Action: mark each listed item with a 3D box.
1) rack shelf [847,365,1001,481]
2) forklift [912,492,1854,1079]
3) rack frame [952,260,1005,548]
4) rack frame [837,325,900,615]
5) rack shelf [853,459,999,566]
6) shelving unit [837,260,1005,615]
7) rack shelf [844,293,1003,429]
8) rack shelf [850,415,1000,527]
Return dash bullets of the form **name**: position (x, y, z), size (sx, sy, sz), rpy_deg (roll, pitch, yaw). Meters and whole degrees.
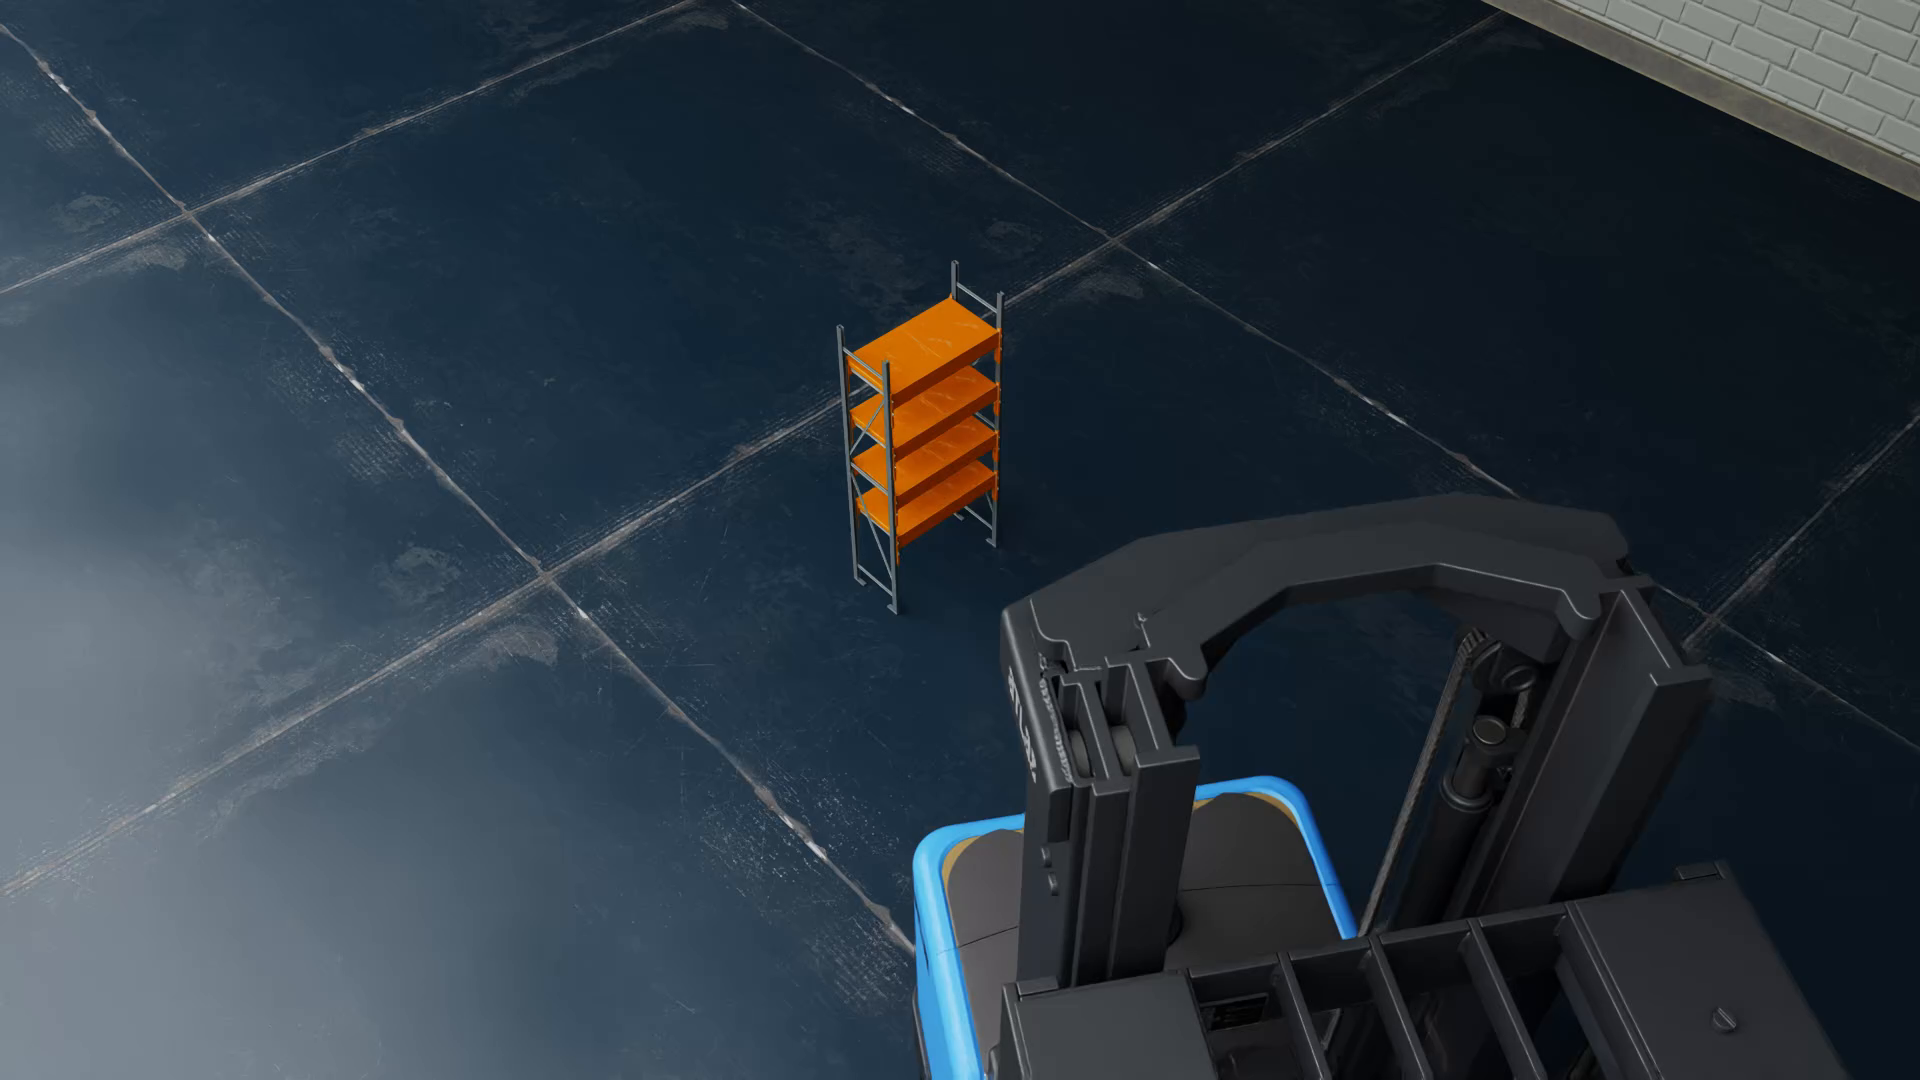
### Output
- **rack shelf**: position (-0.122, -0.431, 5.619), size (0.480, 0.148, 0.258), rpy_deg (-34, 56, -27)
- **forklift**: position (0.646, 1.457, 2.911), size (1.130, 2.935, 3.031), rpy_deg (-8, 48, -7)
- **rack frame**: position (0.058, -0.446, 5.845), size (0.015, 1.200, 0.240), rpy_deg (-34, 56, -27)
- **rack frame**: position (-0.303, -0.204, 5.622), size (0.015, 1.200, 0.240), rpy_deg (-34, 56, -27)
- **rack shelf**: position (-0.122, -0.145, 5.929), size (0.480, 0.148, 0.258), rpy_deg (-34, 56, -27)
- **shelving unit**: position (-0.122, -0.325, 5.734), size (0.503, 1.200, 0.258), rpy_deg (-34, 56, -27)
- **rack shelf**: position (-0.122, -0.592, 5.445), size (0.480, 0.148, 0.258), rpy_deg (-34, 56, -27)
- **rack shelf**: position (-0.122, -0.279, 5.783), size (0.480, 0.148, 0.258), rpy_deg (-34, 56, -27)
